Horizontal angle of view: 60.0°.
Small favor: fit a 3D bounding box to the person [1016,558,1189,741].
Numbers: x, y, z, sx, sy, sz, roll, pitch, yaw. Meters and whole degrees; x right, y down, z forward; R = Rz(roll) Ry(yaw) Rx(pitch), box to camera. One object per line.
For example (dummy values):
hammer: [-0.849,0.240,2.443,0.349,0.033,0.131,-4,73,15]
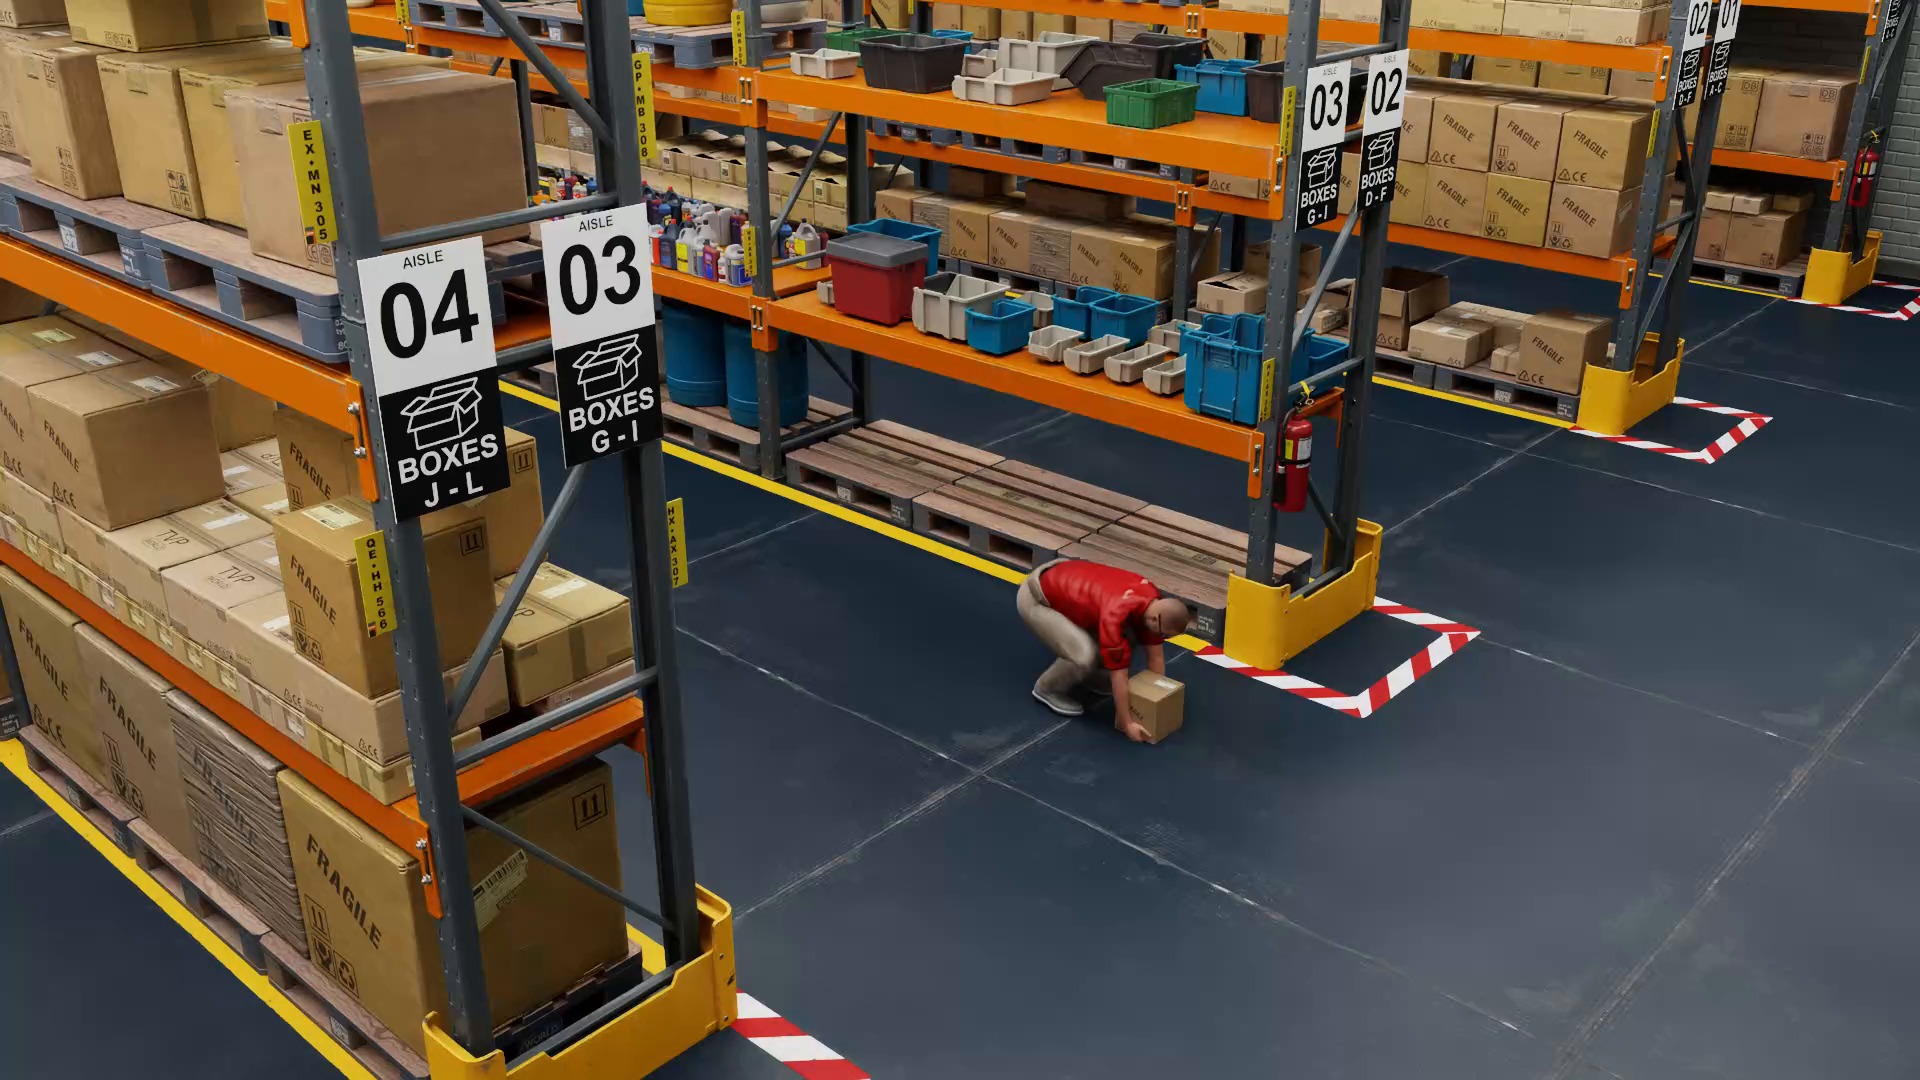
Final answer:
person: [0.745,0.530,8.619,0.951,0.803,0.533,19,30,36]
